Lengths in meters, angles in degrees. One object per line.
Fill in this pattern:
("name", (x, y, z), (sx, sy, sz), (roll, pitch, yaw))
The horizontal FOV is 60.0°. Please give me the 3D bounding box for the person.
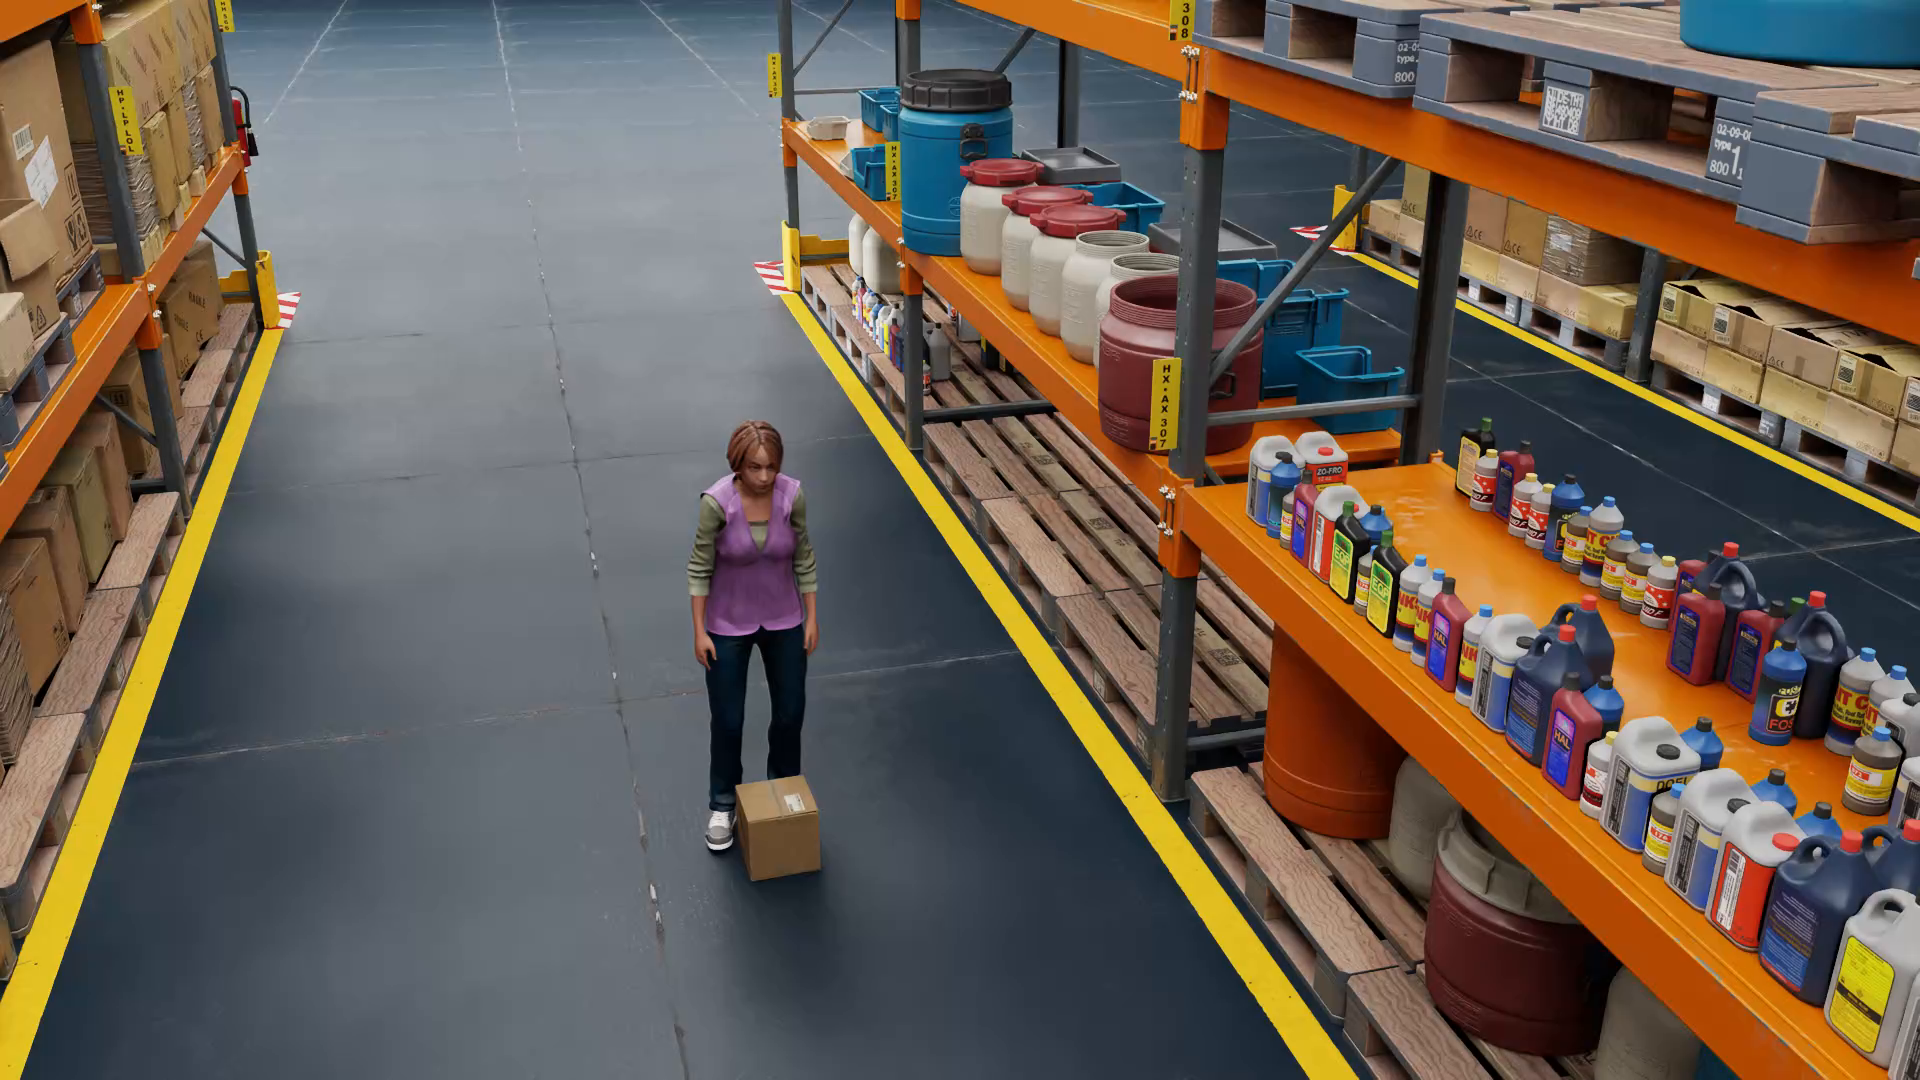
("person", (-0.723, 0.319, 5.870), (0.475, 1.592, 0.345), (-8, 24, -17))
